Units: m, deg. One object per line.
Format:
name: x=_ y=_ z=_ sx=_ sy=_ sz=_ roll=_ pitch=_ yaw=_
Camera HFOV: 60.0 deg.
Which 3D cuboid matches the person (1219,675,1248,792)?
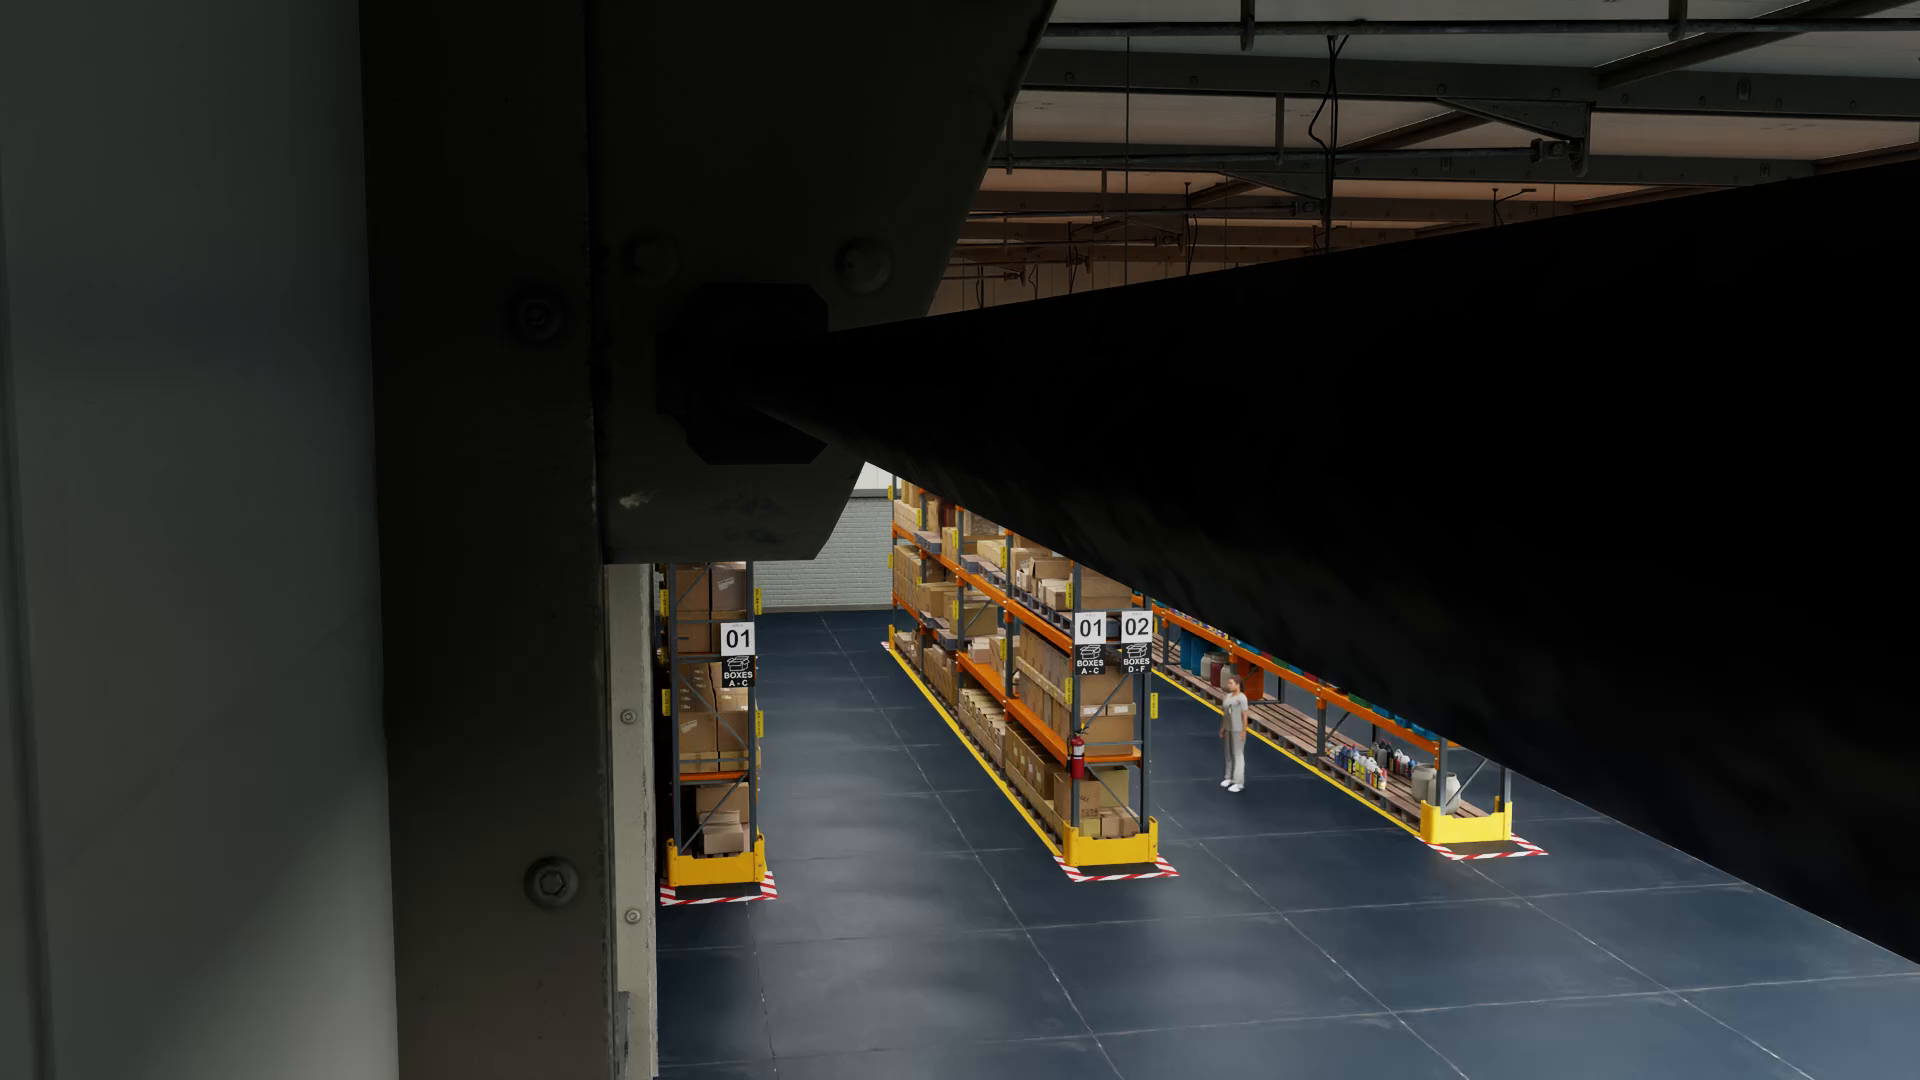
person: x=4.049 y=2.840 z=24.649 sx=0.413 sy=1.688 sz=0.468 roll=-3 pitch=7 yaw=-26
